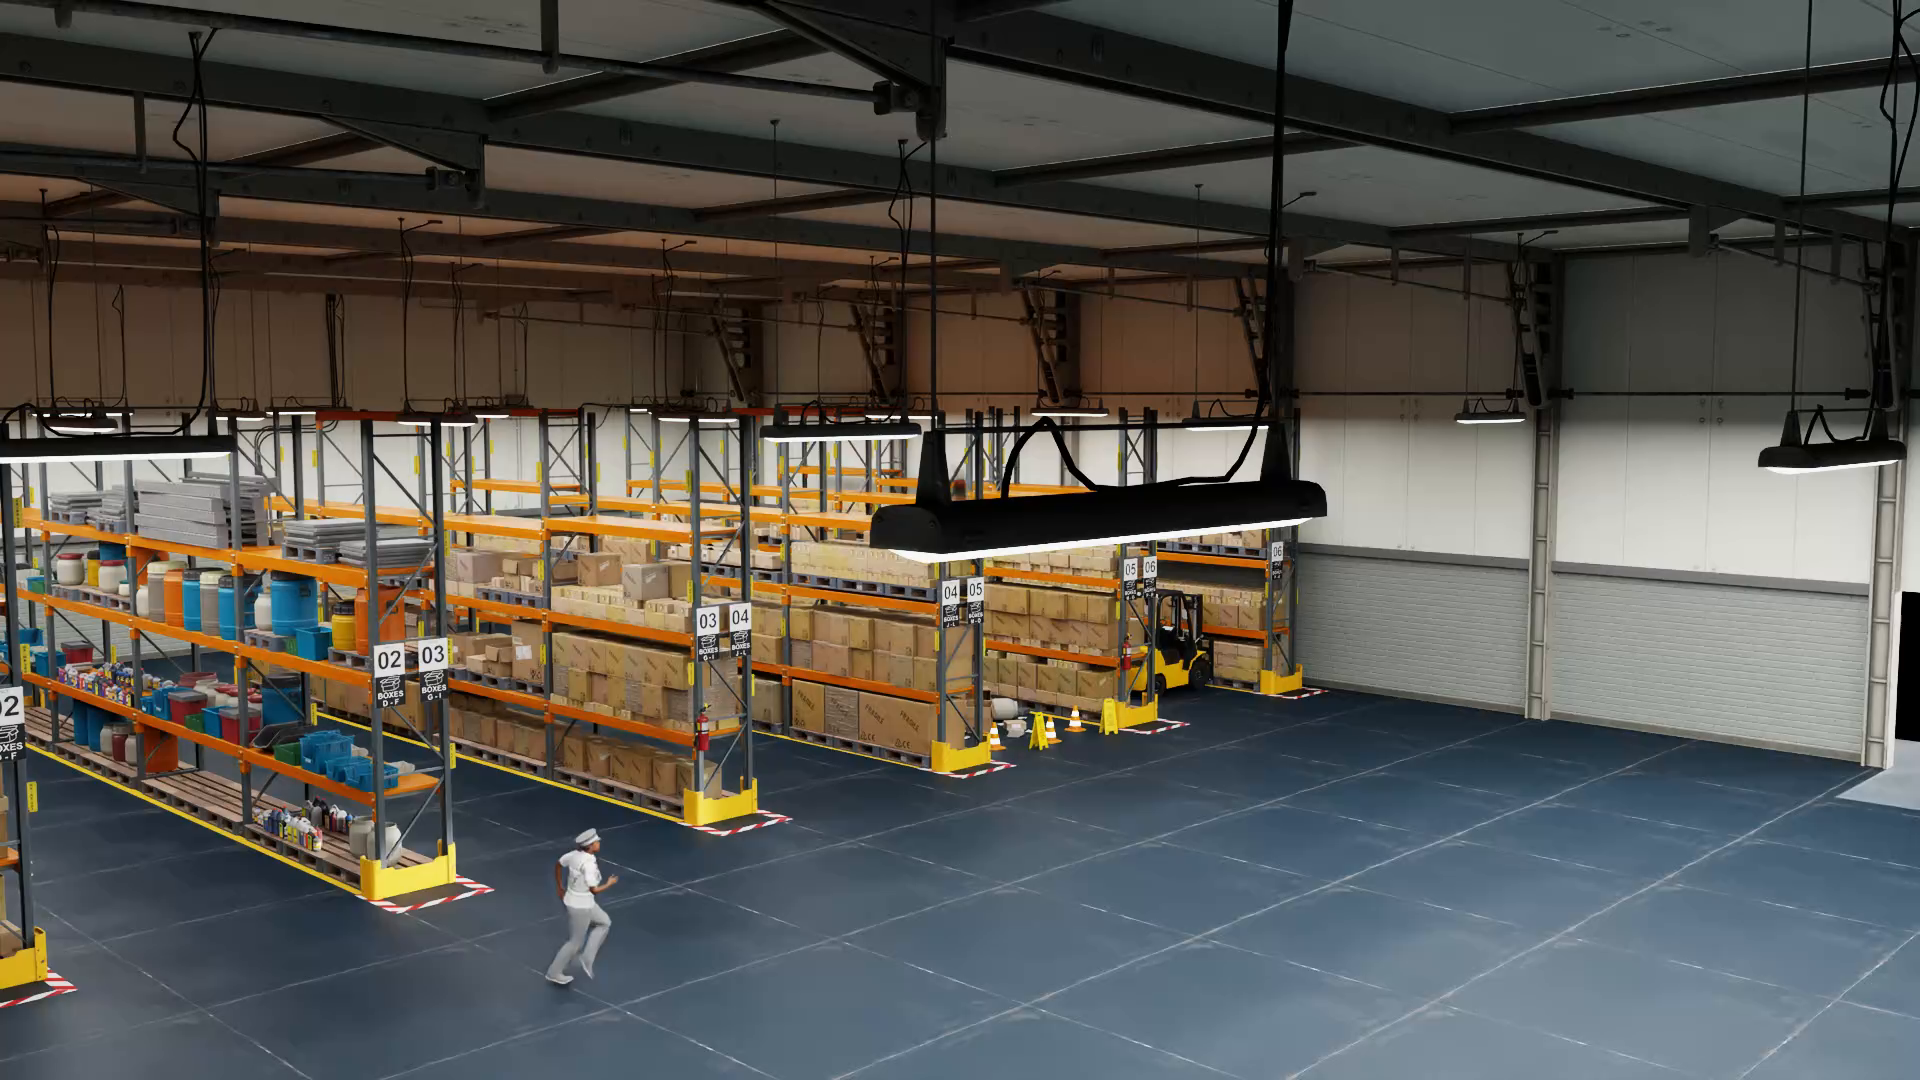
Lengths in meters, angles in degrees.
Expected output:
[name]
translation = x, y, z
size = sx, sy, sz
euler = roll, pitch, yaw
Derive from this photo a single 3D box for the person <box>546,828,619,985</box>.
[person]
translation = -4.050, 3.911, 17.797
size = 0.790, 1.665, 0.603
euler = -2, 6, -26
